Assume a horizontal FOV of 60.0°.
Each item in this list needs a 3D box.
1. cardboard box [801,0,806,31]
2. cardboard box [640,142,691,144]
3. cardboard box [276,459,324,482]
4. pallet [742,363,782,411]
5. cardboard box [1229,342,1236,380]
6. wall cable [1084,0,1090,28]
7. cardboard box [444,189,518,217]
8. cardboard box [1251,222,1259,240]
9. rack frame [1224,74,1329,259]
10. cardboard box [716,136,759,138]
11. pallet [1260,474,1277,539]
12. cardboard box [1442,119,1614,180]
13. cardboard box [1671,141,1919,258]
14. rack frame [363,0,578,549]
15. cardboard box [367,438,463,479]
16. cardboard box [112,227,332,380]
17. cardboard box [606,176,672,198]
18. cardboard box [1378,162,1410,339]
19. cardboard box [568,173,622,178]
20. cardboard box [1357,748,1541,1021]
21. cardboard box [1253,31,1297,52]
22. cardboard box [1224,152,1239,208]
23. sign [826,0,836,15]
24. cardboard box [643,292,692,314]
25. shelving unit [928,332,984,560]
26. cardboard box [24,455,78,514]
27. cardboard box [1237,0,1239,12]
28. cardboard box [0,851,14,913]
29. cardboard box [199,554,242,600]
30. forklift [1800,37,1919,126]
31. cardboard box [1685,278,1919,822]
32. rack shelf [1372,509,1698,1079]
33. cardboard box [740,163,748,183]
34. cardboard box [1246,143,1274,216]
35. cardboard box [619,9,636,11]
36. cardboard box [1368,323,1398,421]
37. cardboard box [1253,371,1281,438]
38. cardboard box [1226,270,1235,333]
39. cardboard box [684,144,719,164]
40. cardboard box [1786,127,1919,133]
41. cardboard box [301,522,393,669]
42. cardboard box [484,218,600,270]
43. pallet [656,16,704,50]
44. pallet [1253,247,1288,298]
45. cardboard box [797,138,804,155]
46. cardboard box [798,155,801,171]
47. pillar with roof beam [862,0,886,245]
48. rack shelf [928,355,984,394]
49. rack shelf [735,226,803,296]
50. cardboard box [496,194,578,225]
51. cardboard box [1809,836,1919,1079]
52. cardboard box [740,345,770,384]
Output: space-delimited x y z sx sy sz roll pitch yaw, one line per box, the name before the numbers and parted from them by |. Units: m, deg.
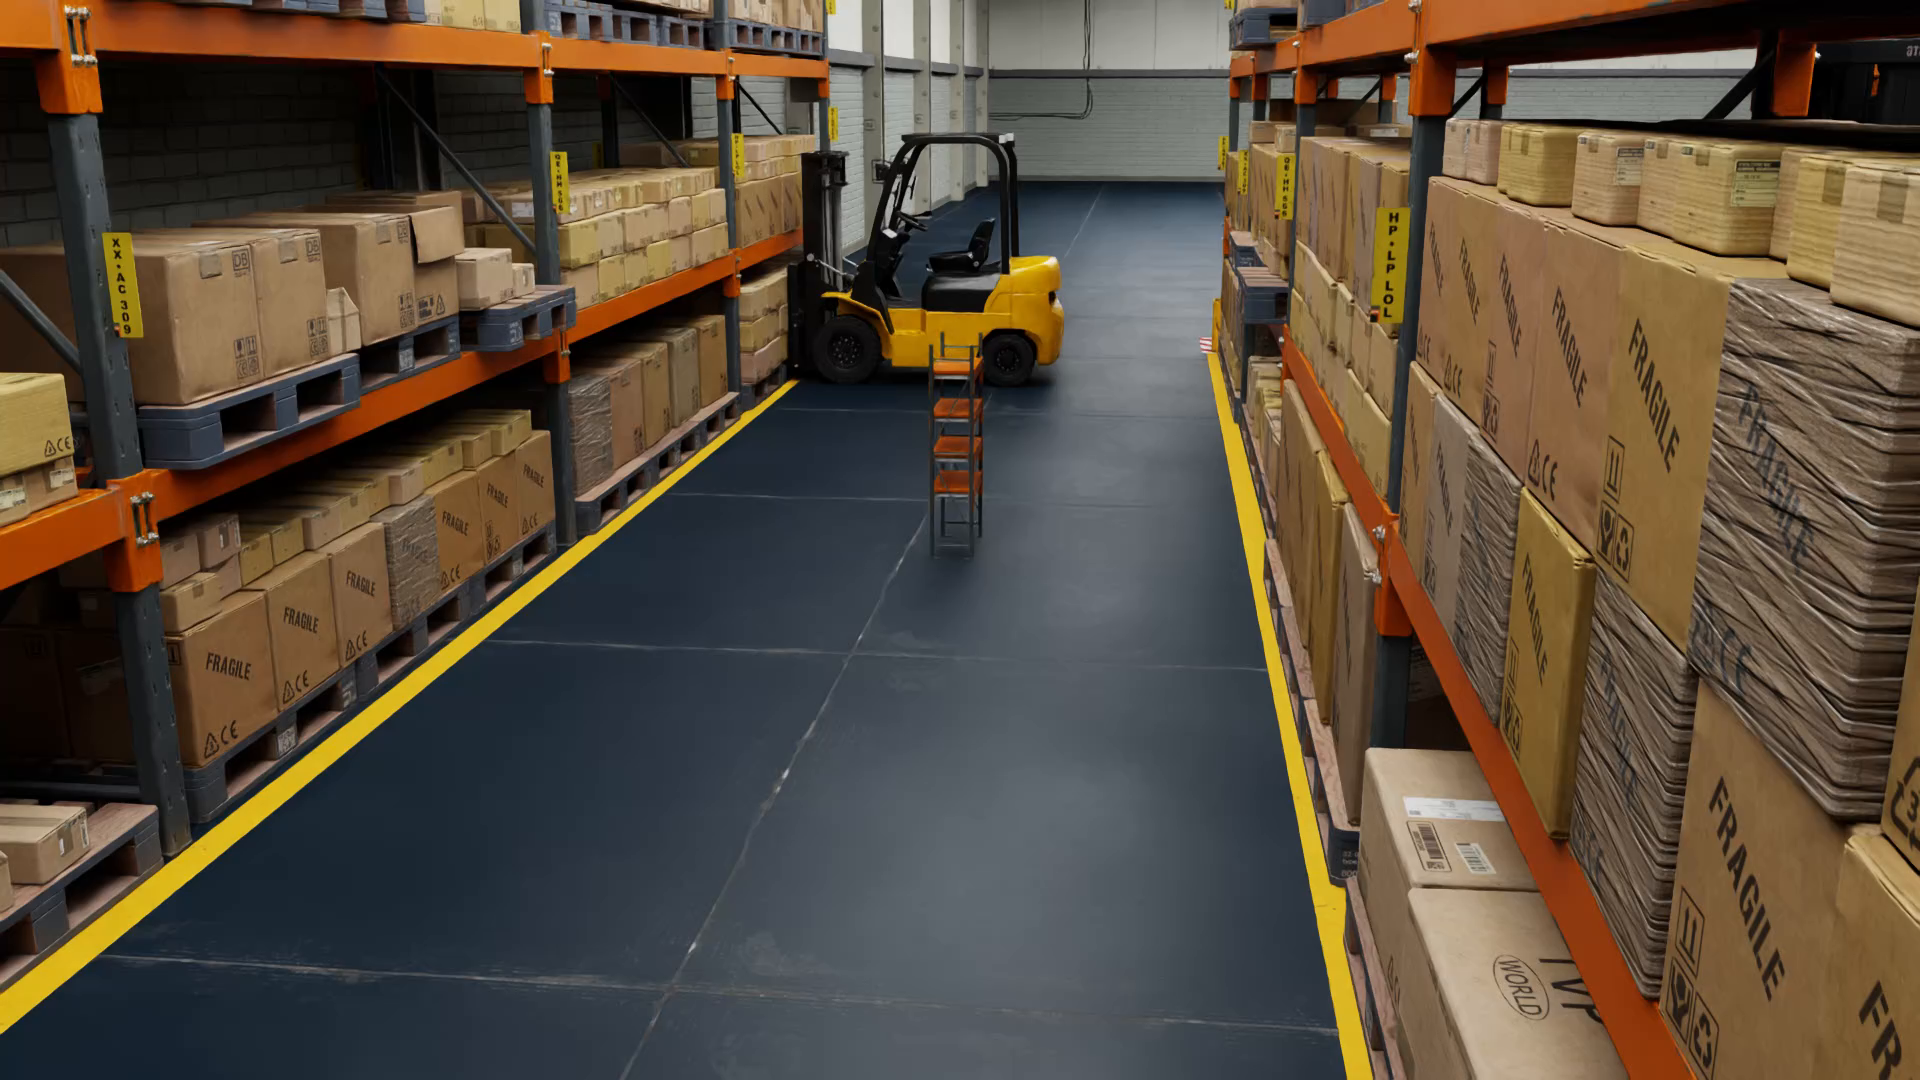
cardboard box | -1.629 -4.850 15.366 0.396 0.266 0.258 2 15 6
cardboard box | -2.472 -3.264 13.983 0.380 0.149 0.250 1 15 5
cardboard box | -3.173 -0.277 7.680 0.380 0.149 0.250 2 15 7
pallet | -2.129 -1.327 14.165 1.003 0.211 1.213 2 15 6
cardboard box | 2.522 -1.498 13.918 0.500 0.250 0.500 1 15 5
wall cable | 4.937 -15.613 46.434 3.097 2.526 0.112 2 15 6
cardboard box | -2.867 -2.019 9.947 0.380 0.149 0.250 2 15 6
cardboard box | 2.259 -2.206 11.749 0.380 0.149 0.250 2 15 7
rack frame | 3.124 -3.360 16.342 1.000 3.000 0.127 2 15 6
cardboard box | -2.138 -3.794 15.941 0.380 0.149 0.250 2 15 7
pallet | 2.311 -0.142 9.782 1.003 0.211 1.213 2 15 6
cardboard box | 1.476 -1.018 4.329 0.380 0.149 0.250 1 15 5
cardboard box | 1.249 -0.486 2.363 0.380 0.149 0.250 2 15 8
rack frame | -2.711 -1.430 9.206 1.000 3.000 0.127 2 15 6
cardboard box | -2.664 -0.398 8.130 0.380 0.149 0.250 2 15 8
cardboard box | -2.827 -0.897 6.237 0.700 0.500 0.500 2 15 7
cardboard box | -2.193 -2.402 11.364 0.380 0.149 0.250 2 15 7
cardboard box | 1.571 -0.902 5.144 0.500 0.500 0.500 2 15 8
cardboard box | -2.632 -2.545 11.892 0.380 0.149 0.250 2 15 6
cardboard box | 1.592 0.946 4.521 0.875 0.438 0.875 1 15 5
cardboard box | 2.404 -3.740 12.483 0.380 0.149 0.250 2 15 7
cardboard box | 2.795 -3.437 15.866 0.500 0.500 0.500 1 15 5
sign | -1.271 -5.323 16.310 0.100 0.325 0.005 2 15 6
cardboard box | -2.397 -1.959 13.709 0.500 0.250 0.500 2 15 7
shelving unit | -0.019 -0.536 9.347 0.258 1.200 0.503 2 15 6
cardboard box | -2.948 -0.182 5.068 0.380 0.149 0.250 2 15 7
cardboard box | 2.677 -4.794 14.851 0.380 0.149 0.250 2 15 6
cardboard box | -2.974 0.970 4.762 0.396 0.266 0.258 2 15 8
cardboard box | -2.904 0.138 6.145 0.380 0.149 0.250 1 15 5
forklift | 5.711 -1.552 9.788 3.031 2.935 1.130 -1 15 -5
cardboard box | 1.166 -0.010 1.844 0.500 0.500 0.500 2 15 6
rack shelf | 1.544 0.618 3.007 1.077 0.370 4.000 2 15 6
cardboard box | -1.935 -2.971 13.470 0.380 0.149 0.250 2 15 8
cardboard box | 2.335 -2.604 11.980 0.500 0.500 0.500 2 15 8
cardboard box | -2.460 -3.763 11.569 0.380 0.149 0.250 2 15 6
cardboard box | 1.578 -0.538 5.236 0.500 0.250 0.500 2 15 6
cardboard box | 2.538 -0.934 11.600 0.950 0.372 0.625 3 15 10
cardboard box | 2.636 -2.125 14.799 0.500 0.500 0.500 2 15 7
cardboard box | -2.007 -3.118 13.442 0.380 0.149 0.250 2 15 7
cardboard box | 1.872 -0.741 3.306 0.380 0.149 0.250 2 15 6
cardboard box | -2.774 0.224 7.070 0.500 0.500 0.500 1 15 5
cardboard box | -2.394 -1.707 9.556 0.500 0.250 0.500 2 15 6
pallet | -2.347 -3.594 11.828 0.805 0.209 1.217 1 15 4
pallet | 2.404 -1.707 10.597 1.003 0.211 1.213 2 15 6
cardboard box | -1.660 -3.644 15.389 0.380 0.149 0.250 2 15 8
cardboard box | -1.681 -3.501 15.430 0.380 0.149 0.250 1 15 4
pillar with roof beam | 2.849 -9.233 26.567 9.100 9.000 0.400 2 15 6
rack shelf | -0.019 -0.916 9.244 0.258 0.148 0.480 2 15 6
rack shelf | -2.034 -2.639 15.055 1.077 0.370 4.000 2 15 6
cardboard box | -2.383 -1.866 9.382 0.380 0.149 0.250 2 15 8
cardboard box | 1.110 0.608 1.474 0.500 0.500 0.500 2 15 7
cardboard box | -1.876 -1.459 13.774 0.500 0.250 0.500 2 15 7
